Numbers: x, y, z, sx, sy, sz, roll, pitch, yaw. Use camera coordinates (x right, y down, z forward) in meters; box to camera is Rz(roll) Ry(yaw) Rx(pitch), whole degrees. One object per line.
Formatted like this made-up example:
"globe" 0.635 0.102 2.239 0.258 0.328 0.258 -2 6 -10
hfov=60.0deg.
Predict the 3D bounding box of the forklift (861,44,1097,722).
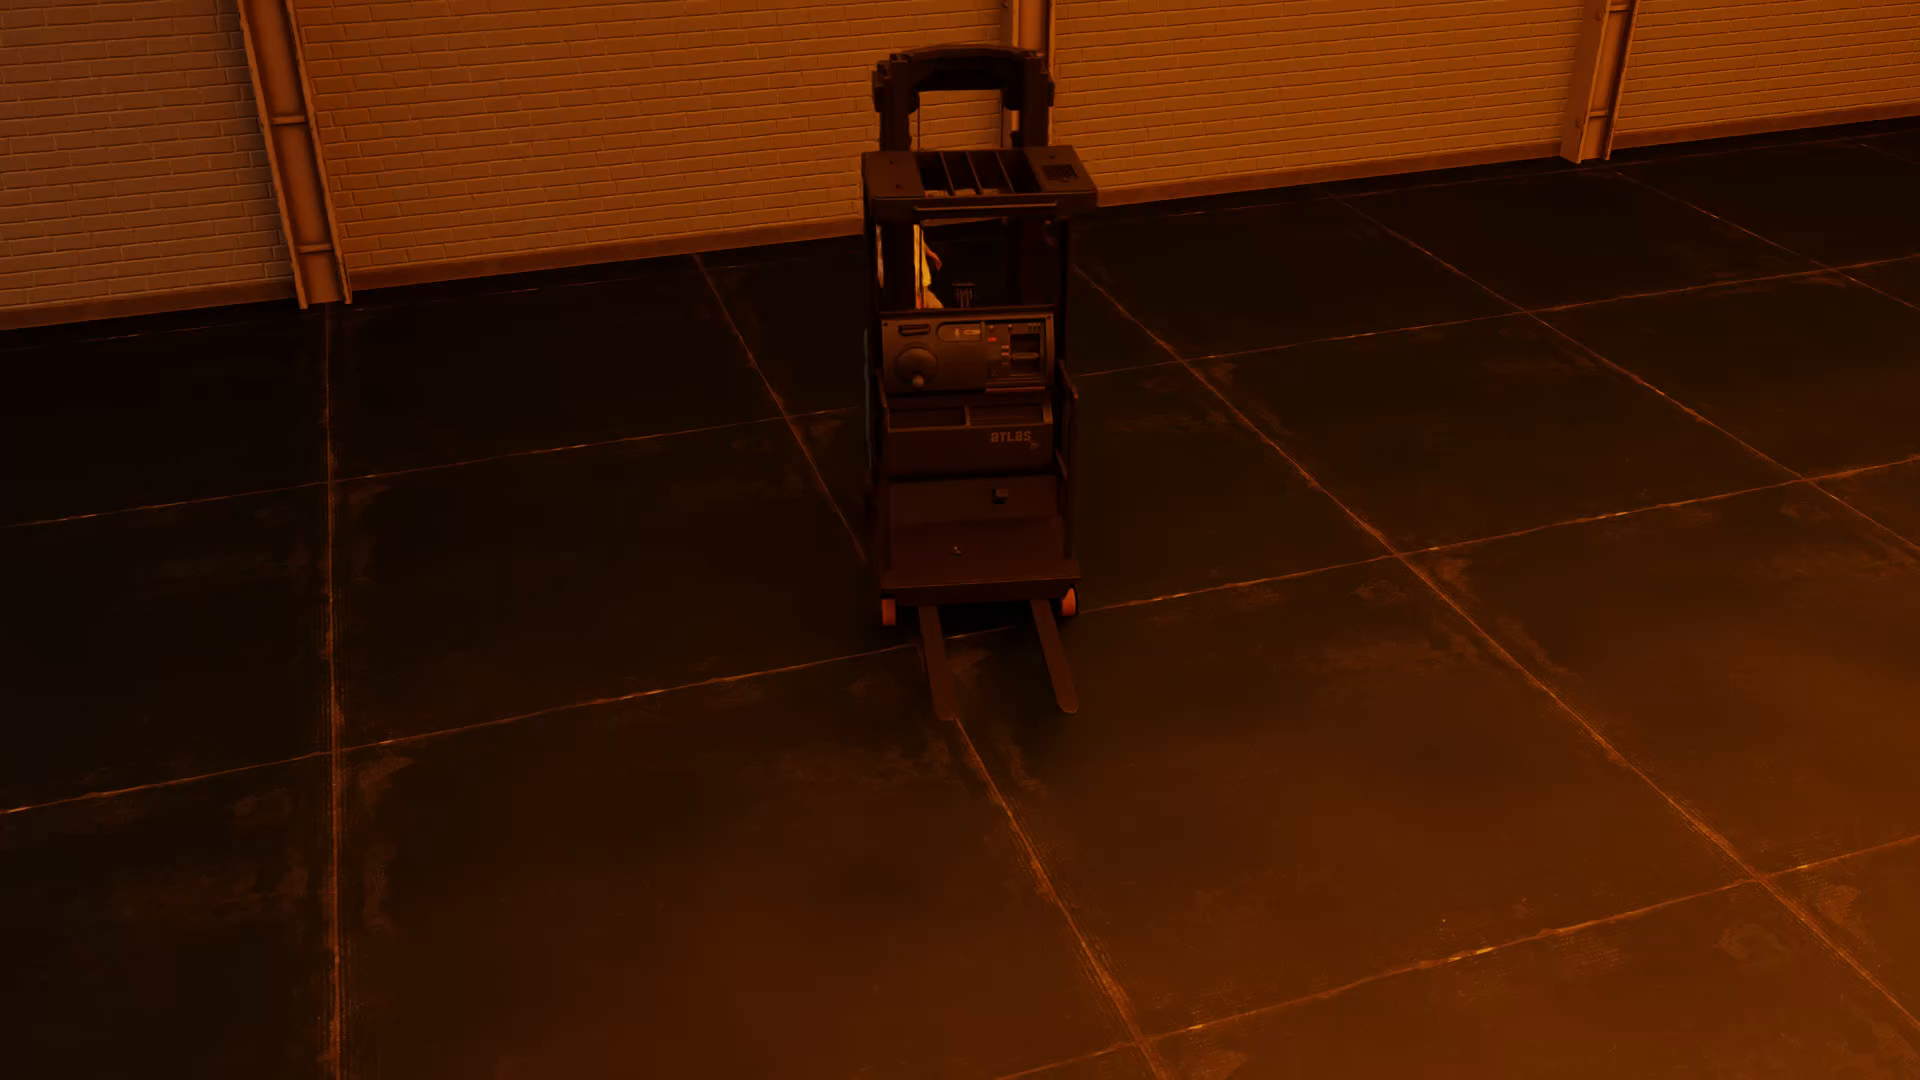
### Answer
"forklift" 0.071 -0.968 8.769 1.130 2.935 3.031 -3 30 -5

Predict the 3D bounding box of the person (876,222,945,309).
"person" -0.333 -1.826 11.582 0.664 1.648 0.936 -1 30 -2
